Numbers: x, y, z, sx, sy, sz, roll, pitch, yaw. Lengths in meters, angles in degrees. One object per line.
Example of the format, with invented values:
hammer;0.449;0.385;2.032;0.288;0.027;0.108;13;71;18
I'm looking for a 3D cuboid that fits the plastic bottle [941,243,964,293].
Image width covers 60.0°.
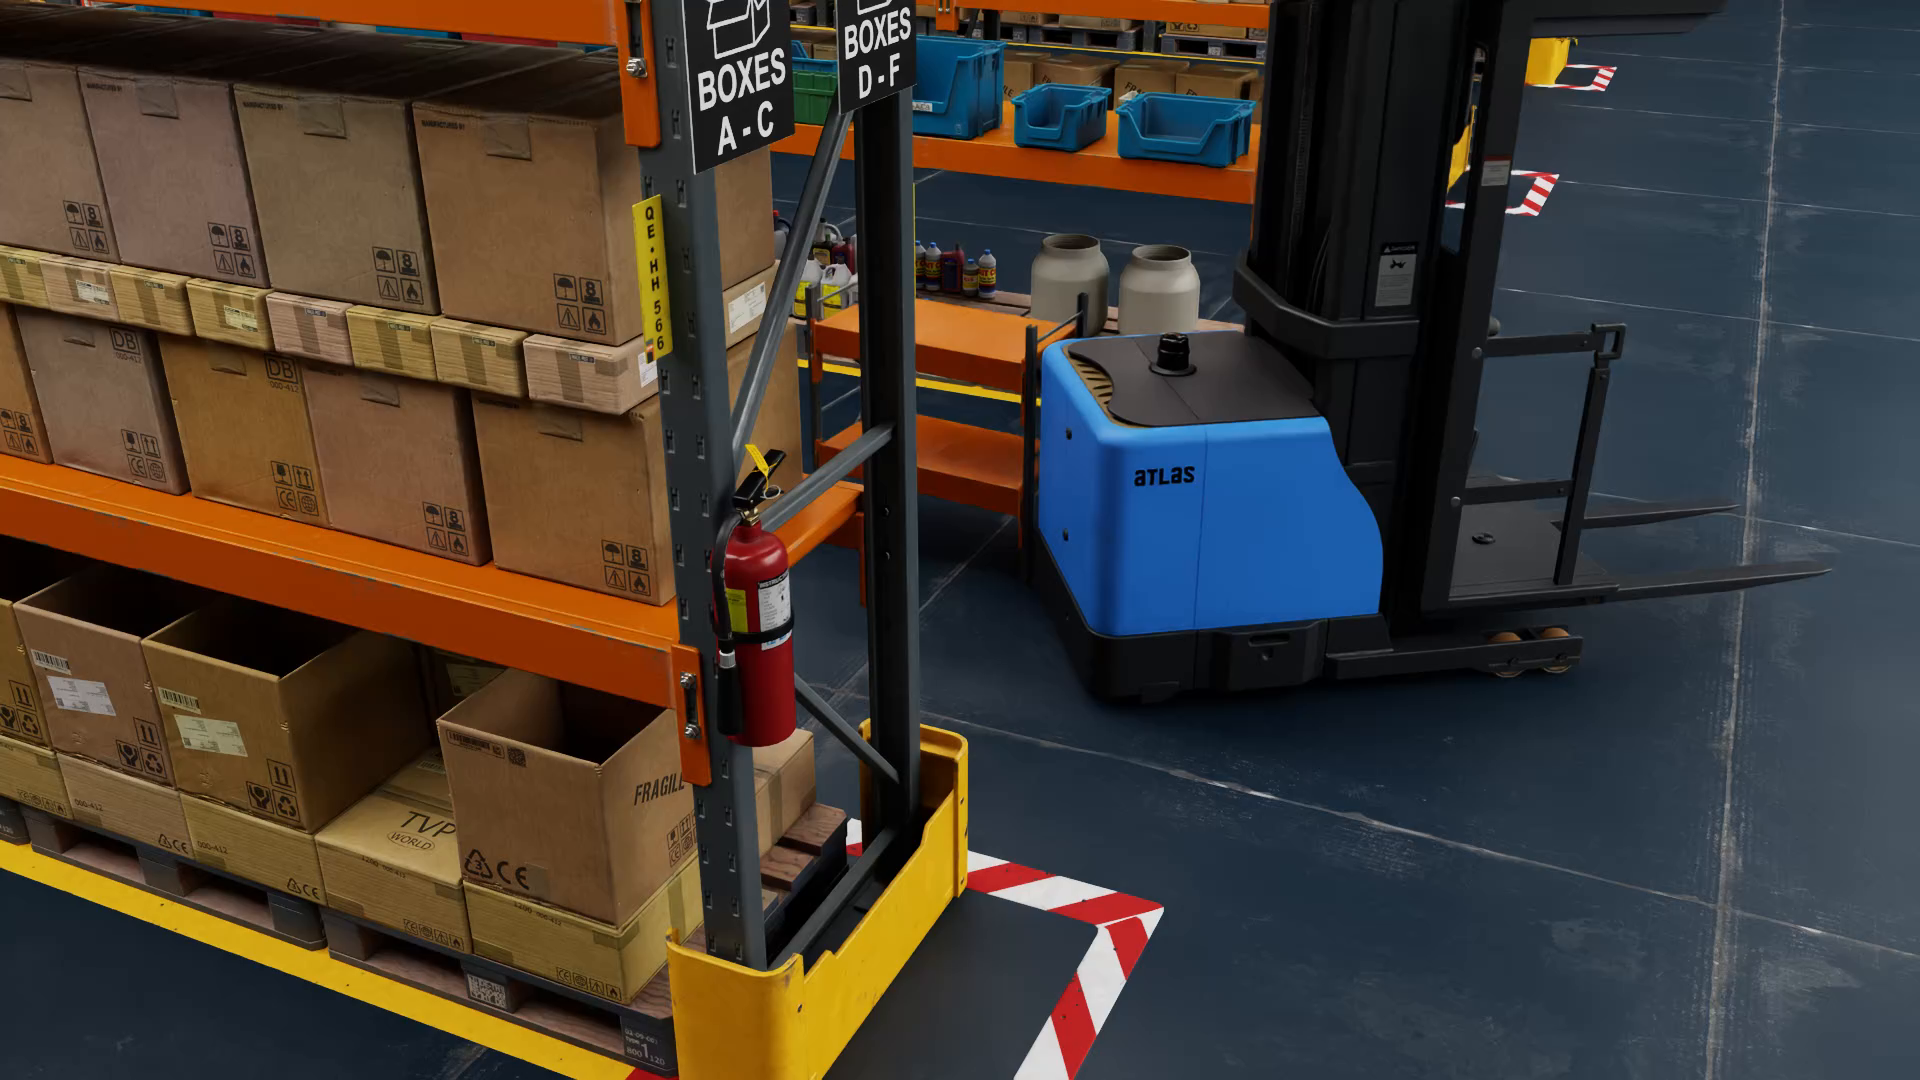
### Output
plastic bottle;-0.042;-1.587;9.654;0.133;0.283;0.061;12;29;23

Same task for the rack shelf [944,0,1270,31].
rack shelf;1.908;-4.137;13.071;4.000;0.370;1.077;11;28;22

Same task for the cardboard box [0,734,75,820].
cardboard box;-2.814;0.596;5.281;0.500;0.250;0.500;11;28;22

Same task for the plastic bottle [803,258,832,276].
plastic bottle;-0.803;-1.447;9.378;0.135;0.276;0.152;11;28;22

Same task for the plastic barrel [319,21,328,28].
plastic barrel;-4.196;-3.436;10.707;0.421;0.512;0.421;0;26;0

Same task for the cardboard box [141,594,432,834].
cardboard box;-1.904;0.442;4.745;0.500;0.500;0.500;11;28;22

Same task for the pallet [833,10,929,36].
pallet;-0.723;-6.107;19.415;1.213;0.211;1.003;11;28;22

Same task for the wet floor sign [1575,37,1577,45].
wet floor sign;6.719;-5.805;18.309;0.232;0.644;0.267;6;27;13

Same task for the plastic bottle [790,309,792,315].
plastic bottle;-0.980;-1.366;9.298;0.097;0.201;0.097;0;26;0

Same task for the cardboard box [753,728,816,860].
cardboard box;-0.772;0.746;4.976;0.500;0.250;0.500;11;28;22

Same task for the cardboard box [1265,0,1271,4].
cardboard box;2.475;-4.136;12.539;0.250;0.149;0.380;11;28;22

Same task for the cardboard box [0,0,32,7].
cardboard box;-3.150;-1.299;4.911;0.500;0.500;0.700;11;28;22

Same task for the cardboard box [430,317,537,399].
cardboard box;-1.041;-0.488;3.998;0.250;0.149;0.380;12;29;23

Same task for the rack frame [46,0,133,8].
rack frame;-5.605;-3.565;11.096;0.127;3.000;1.000;11;28;22

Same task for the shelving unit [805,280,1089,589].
shelving unit;-0.057;-0.513;7.018;1.048;1.125;0.538;14;29;26

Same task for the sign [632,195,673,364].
sign;-0.613;-0.522;3.335;0.005;0.325;0.100;11;28;22

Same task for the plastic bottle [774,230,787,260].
plastic bottle;-1.121;-1.708;9.909;0.135;0.276;0.152;11;28;22

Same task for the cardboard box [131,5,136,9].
cardboard box;-8.582;-5.841;17.647;0.875;0.875;0.875;11;28;22

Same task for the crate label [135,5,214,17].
crate label;-4.812;-3.291;10.498;0.616;0.435;0.502;11;28;22

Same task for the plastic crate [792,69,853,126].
plastic crate;-0.844;-2.377;8.922;0.662;0.188;0.450;11;28;22

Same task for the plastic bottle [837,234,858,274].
plastic bottle;-0.643;-1.682;9.856;0.135;0.276;0.152;12;29;23

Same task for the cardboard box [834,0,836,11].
cardboard box;-0.892;-6.564;19.258;0.750;0.750;1.050;11;28;21

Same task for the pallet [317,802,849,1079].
pallet;-1.089;1.016;4.946;1.213;0.211;1.003;11;28;22

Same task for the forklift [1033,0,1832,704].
forklift;1.866;-1.026;6.016;3.031;2.935;1.130;-4;27;-9

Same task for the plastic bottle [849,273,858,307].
plastic bottle;-0.520;-1.320;9.121;0.135;0.276;0.152;11;28;20

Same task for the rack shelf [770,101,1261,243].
rack shelf;-0.143;-2.146;9.026;4.000;0.370;1.077;11;28;22

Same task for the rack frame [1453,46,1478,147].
rack frame;3.728;-4.094;12.170;0.127;3.000;1.000;11;28;22

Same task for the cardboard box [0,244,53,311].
cardboard box;-2.441;-0.770;4.571;0.250;0.149;0.380;11;28;21

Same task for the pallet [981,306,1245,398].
pallet;0.852;-0.997;9.036;1.213;0.211;1.003;11;28;22

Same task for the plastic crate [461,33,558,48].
plastic crate;-2.531;-2.828;9.526;0.583;0.464;0.402;11;28;22

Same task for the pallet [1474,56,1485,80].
pallet;5.113;-4.934;17.032;1.213;0.211;1.003;11;28;22

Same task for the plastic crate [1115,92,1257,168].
plastic crate;1.098;-2.007;8.099;0.616;0.251;0.499;11;28;22

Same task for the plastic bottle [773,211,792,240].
plastic bottle;-1.083;-1.806;10.023;0.185;0.351;0.144;10;28;19

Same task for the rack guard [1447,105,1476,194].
rack guard;3.659;-2.987;12.750;0.348;0.500;1.175;11;28;22

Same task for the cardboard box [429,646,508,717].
cardboard box;-1.228;0.319;4.995;0.500;0.500;0.500;11;28;22

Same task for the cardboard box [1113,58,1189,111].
cardboard box;1.557;-3.620;13.560;0.500;0.500;0.500;9;28;17

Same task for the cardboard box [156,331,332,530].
cardboard box;-1.725;-0.434;4.623;0.500;0.500;0.700;12;28;22

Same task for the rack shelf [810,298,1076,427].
rack shelf;-0.057;-0.775;6.889;1.000;0.278;0.538;14;29;26

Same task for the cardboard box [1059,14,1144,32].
cardboard box;1.630;-6.058;18.230;0.750;0.750;1.050;11;28;22

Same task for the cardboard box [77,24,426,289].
cardboard box;-1.784;-1.024;4.353;0.500;0.500;0.700;11;28;22

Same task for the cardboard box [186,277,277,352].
cardboard box;-1.742;-0.629;4.285;0.250;0.149;0.380;12;29;23

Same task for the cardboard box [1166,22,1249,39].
cardboard box;2.776;-5.893;17.754;0.875;0.875;0.875;12;29;23

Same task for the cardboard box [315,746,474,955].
cardboard box;-1.446;0.868;4.729;0.500;0.250;0.500;11;28;22

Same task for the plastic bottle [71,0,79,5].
plastic bottle;-6.286;-3.803;11.720;0.135;0.276;0.152;11;28;22
